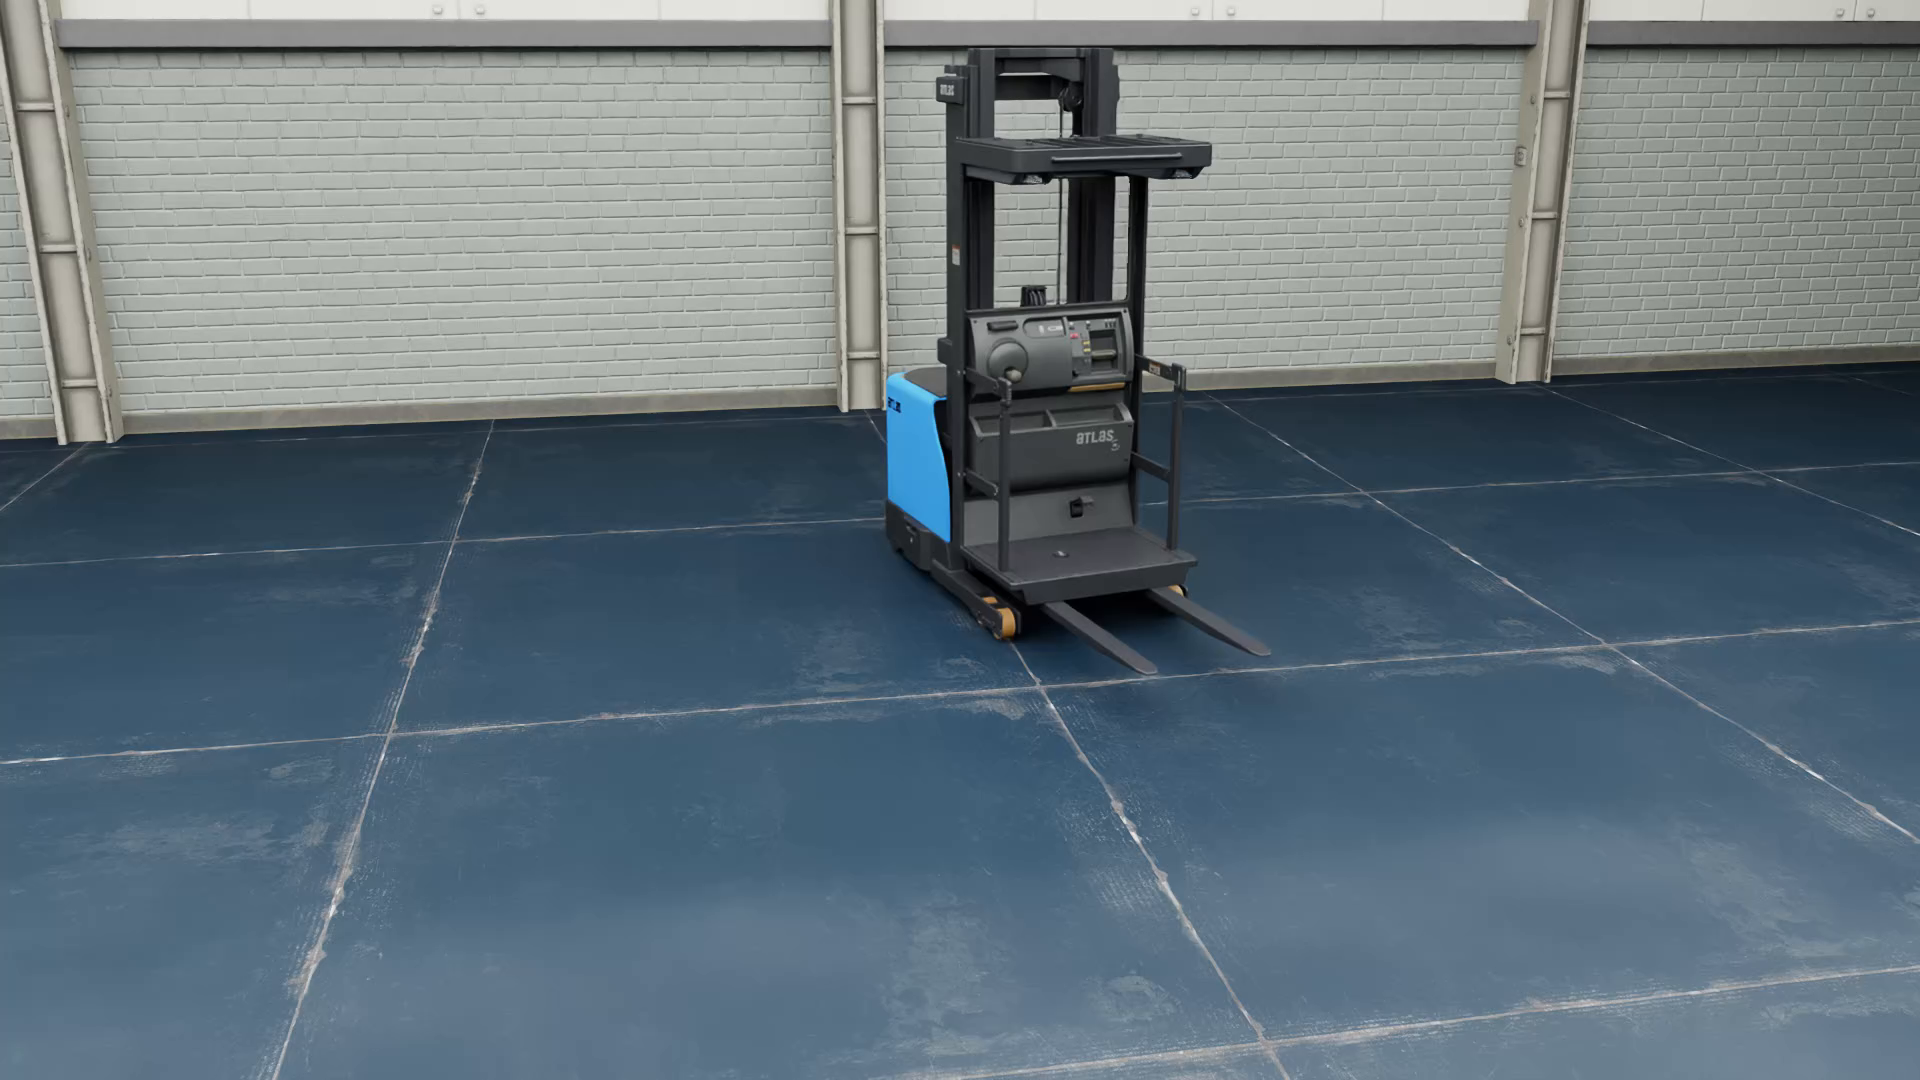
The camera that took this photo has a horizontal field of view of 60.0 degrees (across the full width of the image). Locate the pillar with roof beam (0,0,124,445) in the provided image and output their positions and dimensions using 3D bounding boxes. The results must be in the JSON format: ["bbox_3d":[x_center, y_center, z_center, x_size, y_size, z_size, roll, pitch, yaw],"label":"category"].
[{"bbox_3d":[-5.889,-3.841,7.490,0.400,9.000,9.100,-3,17,-10],"label":"pillar with roof beam"}]

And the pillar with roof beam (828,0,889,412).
[{"bbox_3d":[0.002,-4.175,8.578,0.400,9.000,9.100,-3,17,-10],"label":"pillar with roof beam"}]

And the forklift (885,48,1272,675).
[{"bbox_3d":[0.578,-1.025,8.657,1.130,2.935,3.031,-7,18,-21],"label":"forklift"}]

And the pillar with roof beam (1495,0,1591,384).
[{"bbox_3d":[5.893,-4.509,9.666,0.400,9.000,9.100,-3,17,-10],"label":"pillar with roof beam"}]
